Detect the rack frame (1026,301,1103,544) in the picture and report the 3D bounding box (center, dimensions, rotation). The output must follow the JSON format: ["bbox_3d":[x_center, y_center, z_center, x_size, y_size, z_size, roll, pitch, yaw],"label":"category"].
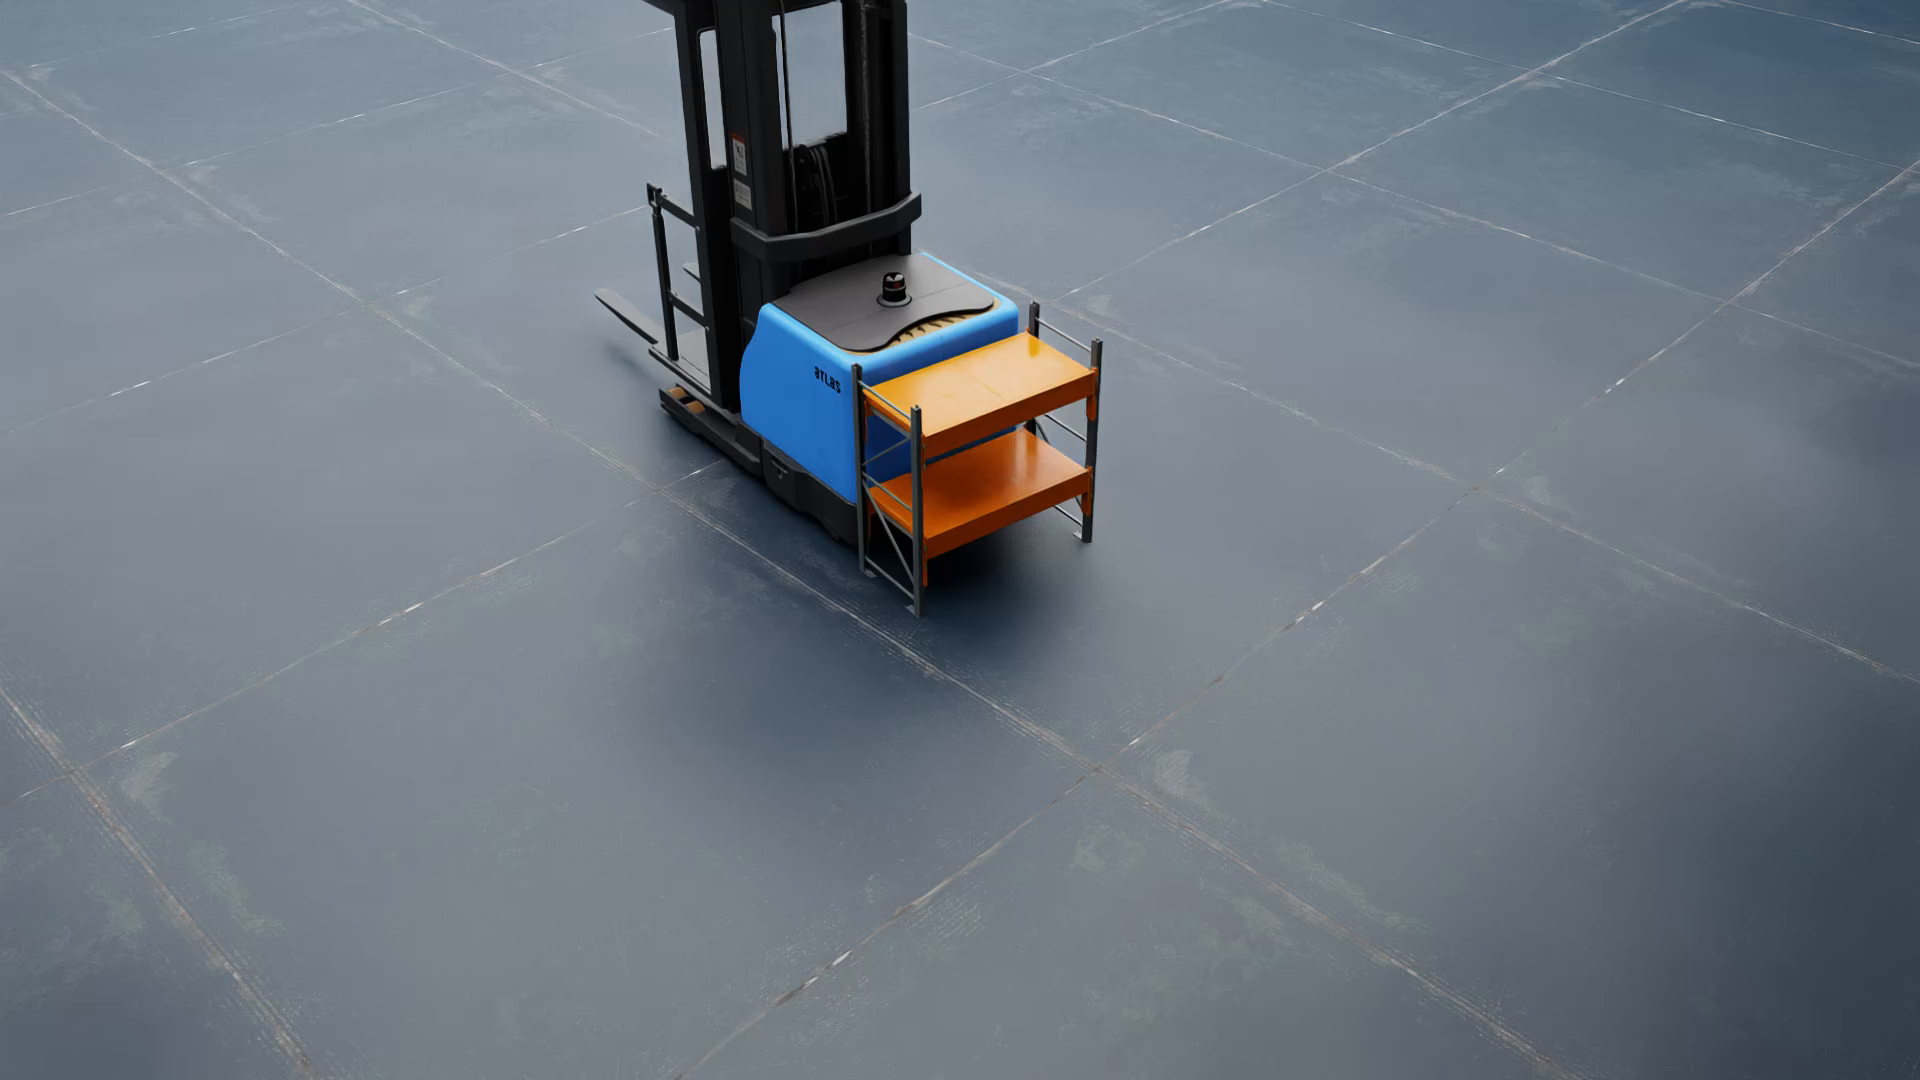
[{"bbox_3d":[0.491,-0.559,8.068,0.032,1.125,0.500,-23,41,-29],"label":"rack frame"}]

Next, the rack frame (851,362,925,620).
[{"bbox_3d":[-0.324,-0.212,7.570,0.032,1.125,0.500,-23,41,-29],"label":"rack frame"}]

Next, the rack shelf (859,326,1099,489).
[{"bbox_3d":[0.084,-0.625,7.652,1.000,0.278,0.538,-23,41,-29],"label":"rack shelf"}]

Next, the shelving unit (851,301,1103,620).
[{"bbox_3d":[0.084,-0.385,7.819,1.048,1.125,0.538,-23,41,-29],"label":"shelving unit"}]

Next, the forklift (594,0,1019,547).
[{"bbox_3d":[-1.004,-1.949,8.483,1.130,2.935,3.031,-24,42,-30],"label":"forklift"}]

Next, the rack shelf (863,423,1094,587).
[{"bbox_3d":[0.084,-0.185,7.959,1.000,0.278,0.538,-23,41,-29],"label":"rack shelf"}]
